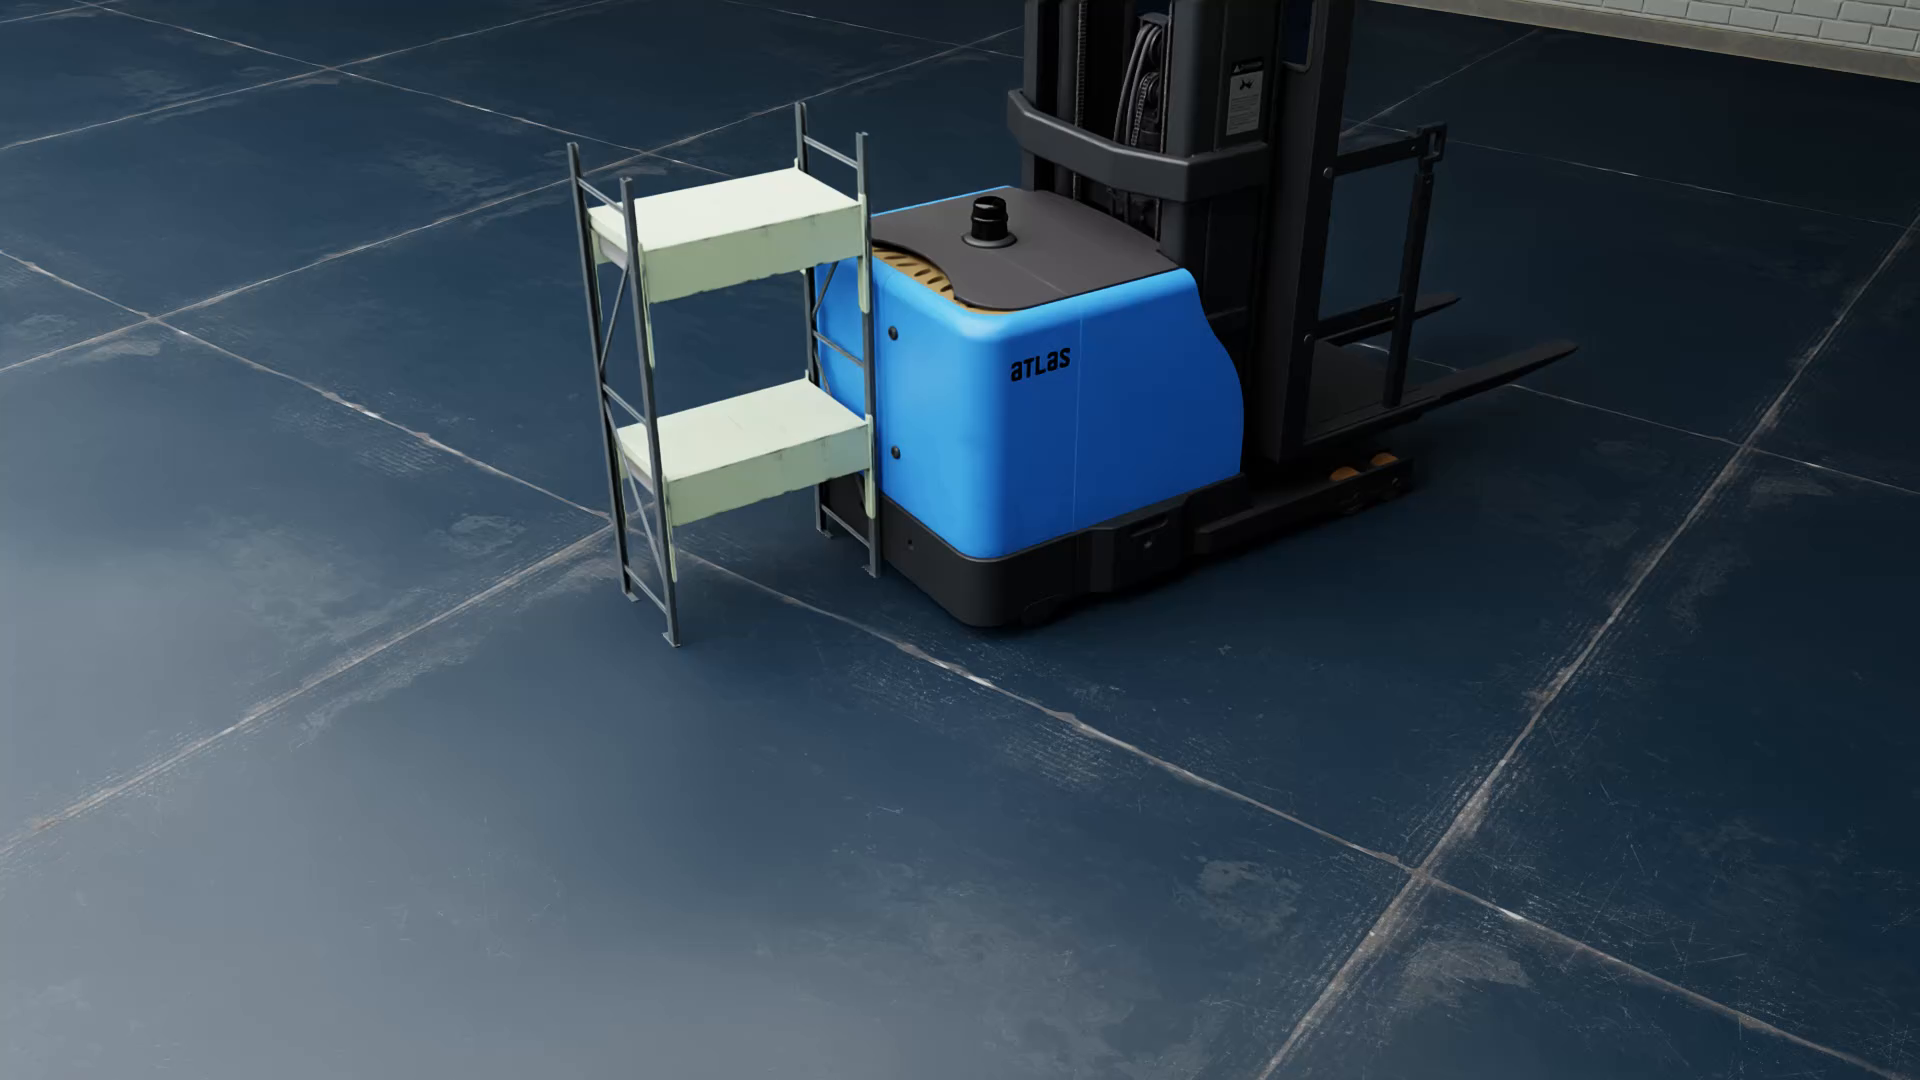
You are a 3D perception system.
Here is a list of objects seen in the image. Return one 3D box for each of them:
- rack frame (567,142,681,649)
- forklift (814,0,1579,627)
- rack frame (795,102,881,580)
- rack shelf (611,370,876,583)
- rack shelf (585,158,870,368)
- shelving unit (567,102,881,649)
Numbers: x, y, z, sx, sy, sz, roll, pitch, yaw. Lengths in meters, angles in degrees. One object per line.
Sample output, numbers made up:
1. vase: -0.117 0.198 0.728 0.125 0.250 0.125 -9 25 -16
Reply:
1. rack frame: -0.991 -0.394 4.944 0.023 1.500 0.400 -19 35 -29
2. forklift: 1.020 -1.557 5.503 3.031 2.935 1.130 -19 35 -28
3. rack frame: -0.382 -0.601 5.293 0.023 1.500 0.400 -19 35 -29
4. rack shelf: -0.687 -0.217 5.285 0.720 0.370 0.431 -19 35 -29
5. rack shelf: -0.687 -0.833 4.920 0.720 0.370 0.431 -19 35 -29
6. shelving unit: -0.687 -0.498 5.119 0.755 1.500 0.431 -19 35 -29
